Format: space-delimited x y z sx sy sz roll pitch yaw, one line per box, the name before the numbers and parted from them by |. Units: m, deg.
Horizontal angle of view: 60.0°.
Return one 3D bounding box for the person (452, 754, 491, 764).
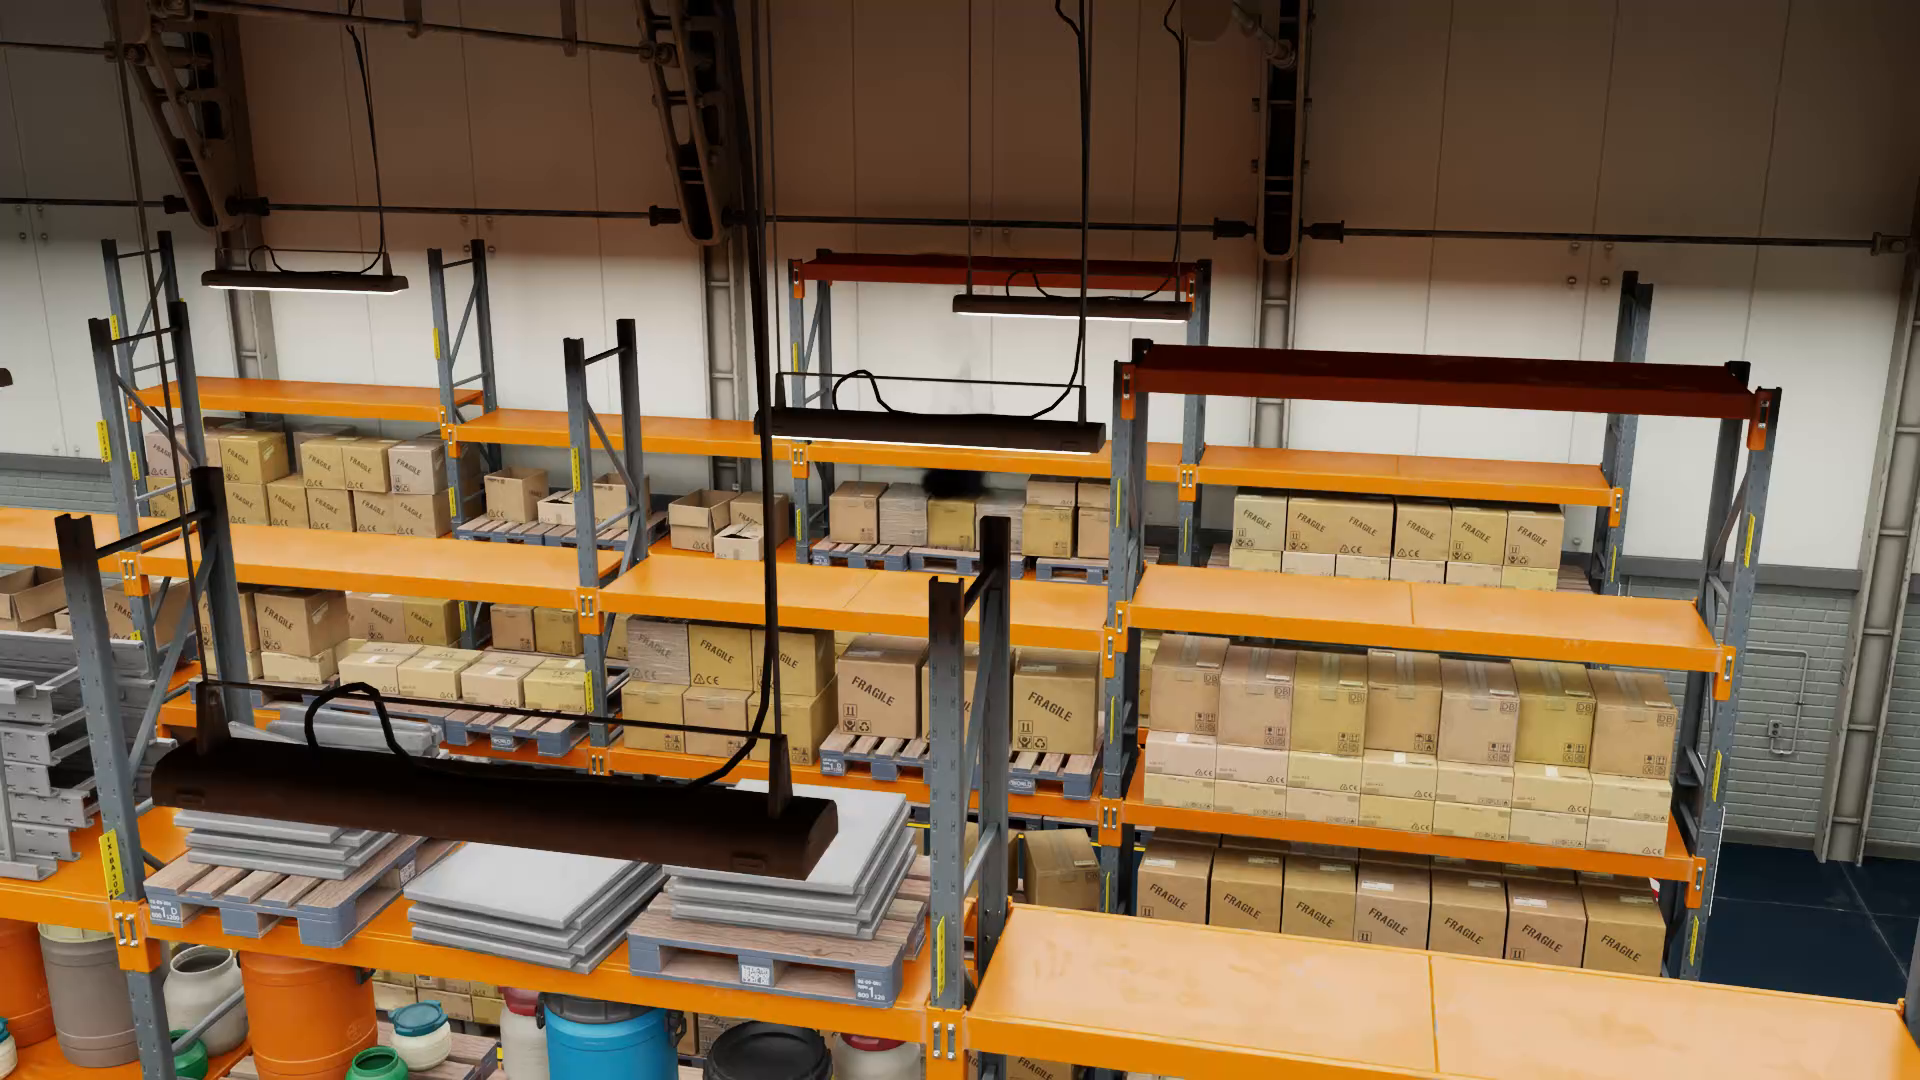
person | -4.896 2.532 16.644 0.606 1.722 0.656 1 16 4
